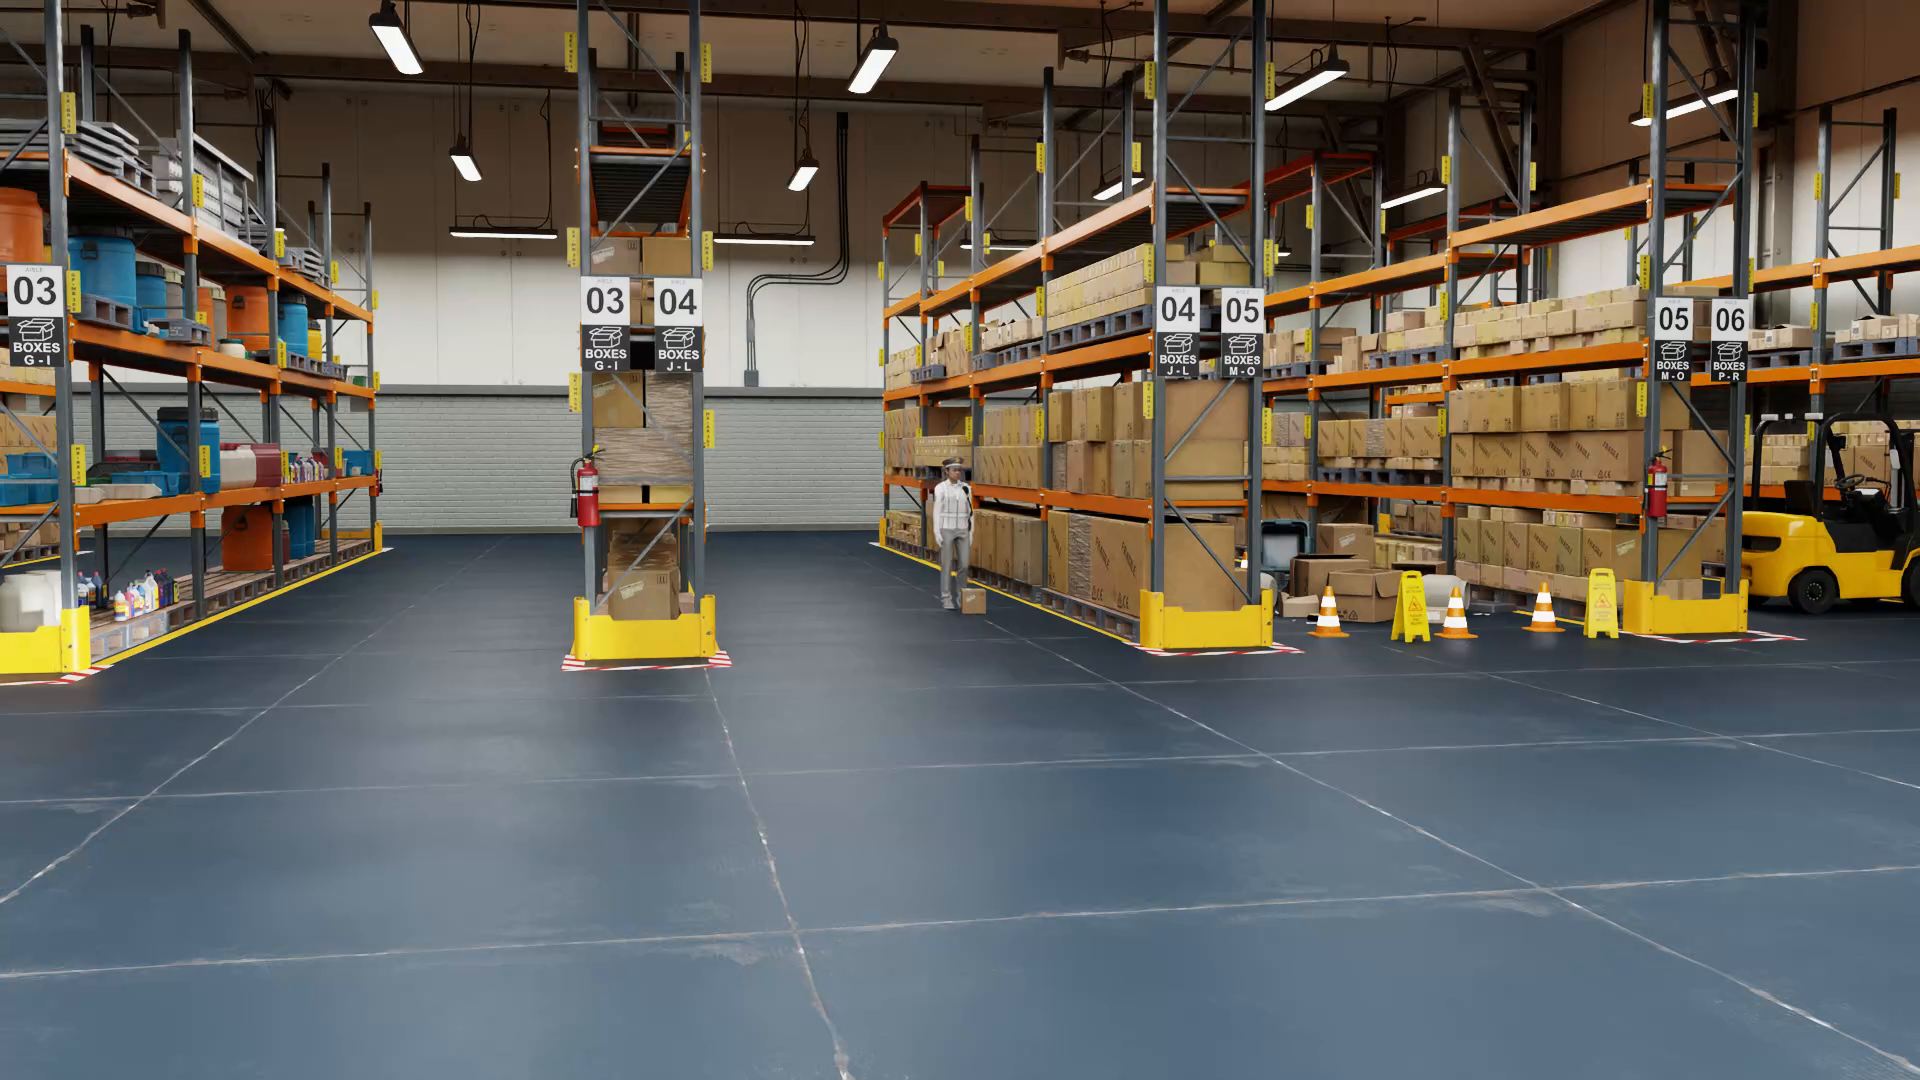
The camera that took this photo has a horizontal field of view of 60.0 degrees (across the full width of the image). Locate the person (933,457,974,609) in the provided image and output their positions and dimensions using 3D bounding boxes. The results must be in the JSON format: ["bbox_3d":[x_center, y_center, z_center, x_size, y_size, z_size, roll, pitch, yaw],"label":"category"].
[{"bbox_3d":[-0.063,-0.038,18.430,0.482,1.767,0.397,-1,3,-18],"label":"person"}]
